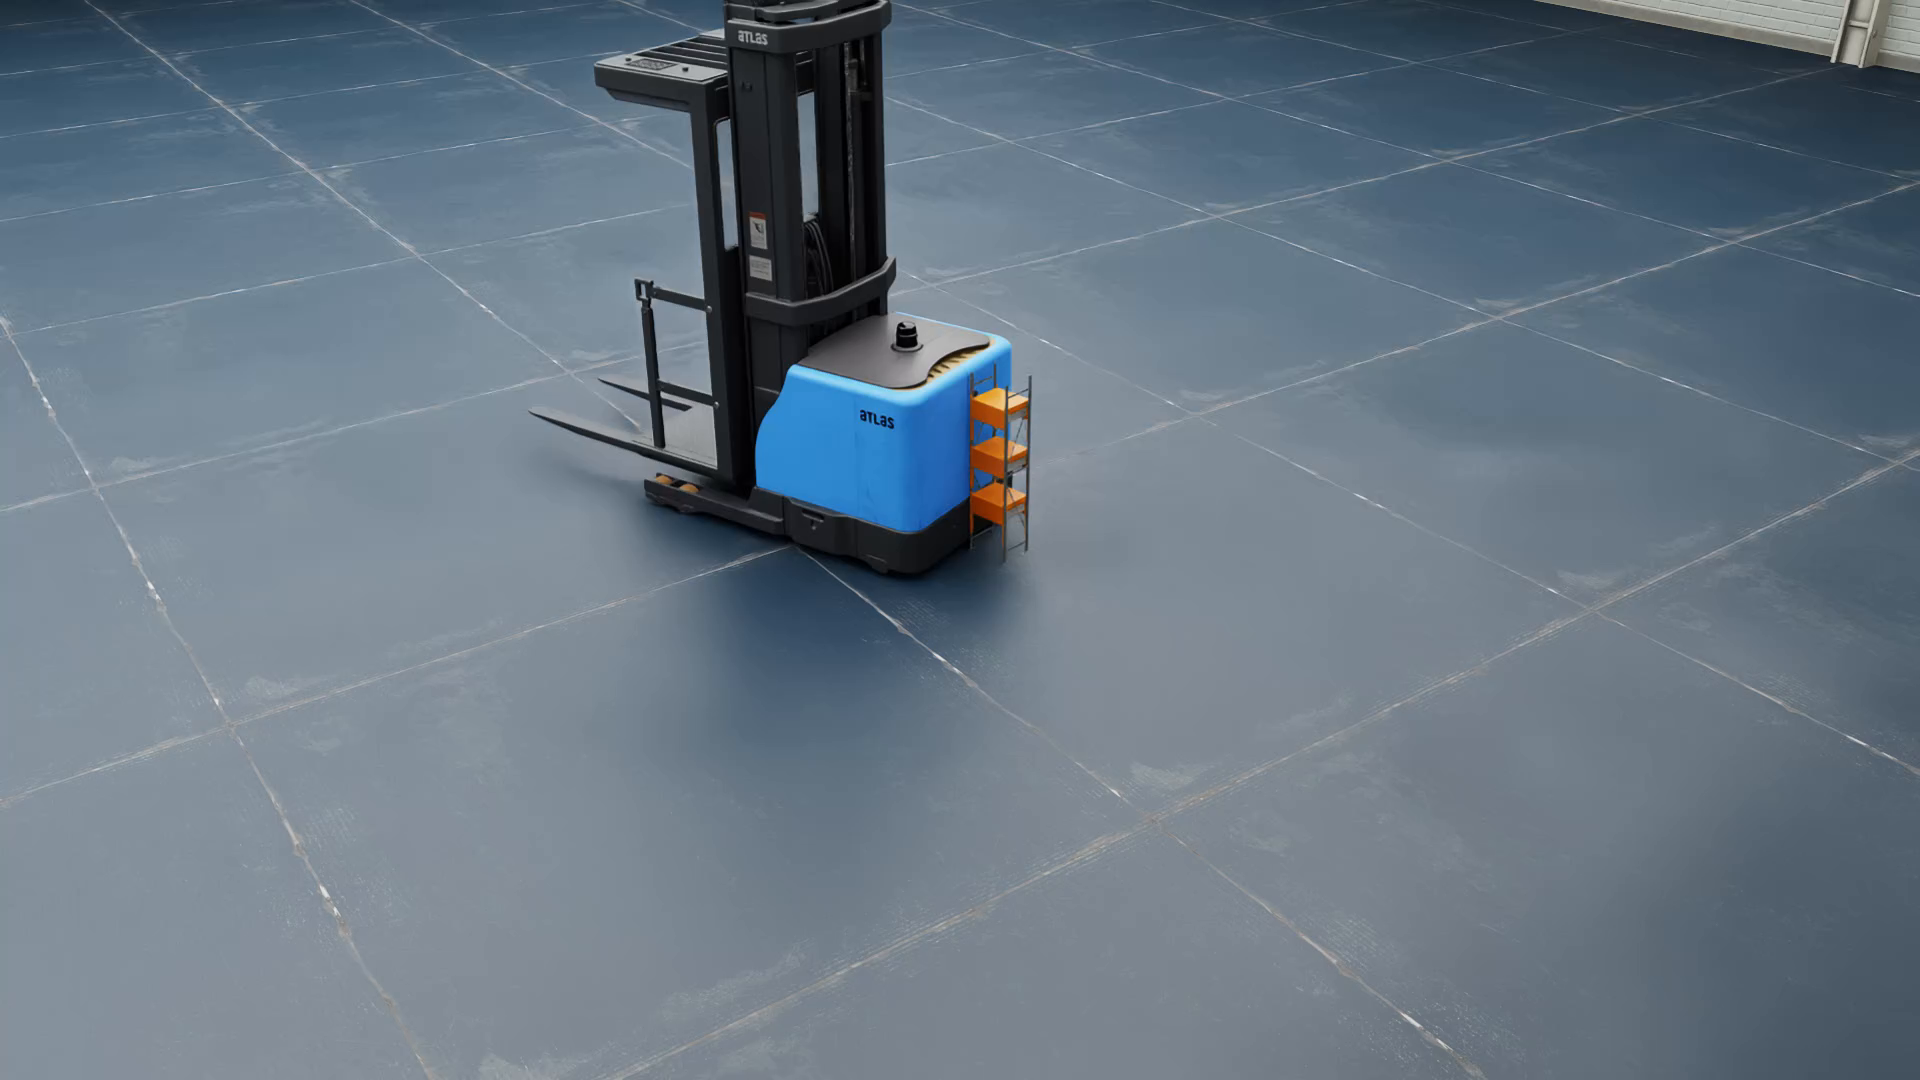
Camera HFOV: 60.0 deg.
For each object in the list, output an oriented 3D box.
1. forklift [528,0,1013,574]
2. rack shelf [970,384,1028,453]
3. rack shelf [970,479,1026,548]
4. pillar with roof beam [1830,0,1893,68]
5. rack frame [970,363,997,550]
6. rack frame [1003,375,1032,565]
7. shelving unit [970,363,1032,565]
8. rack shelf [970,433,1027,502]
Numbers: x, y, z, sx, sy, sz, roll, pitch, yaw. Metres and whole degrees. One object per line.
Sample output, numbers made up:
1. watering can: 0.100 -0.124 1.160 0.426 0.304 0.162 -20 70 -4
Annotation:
1. forklift: -1.217 -1.632 9.184 3.031 2.935 1.130 17 33 29
2. rack shelf: 0.213 -0.640 8.757 0.240 0.259 0.215 24 37 37
3. rack shelf: 0.213 -0.147 9.025 0.240 0.259 0.215 24 37 37
4. pillar with roof beam: 7.019 -8.381 15.252 9.100 9.000 0.400 -19 34 -31
5. rack frame: 0.124 -0.440 8.960 0.008 1.050 0.200 24 37 37
6. rack frame: 0.302 -0.361 8.814 0.008 1.050 0.200 24 37 37
7. shelving unit: 0.213 -0.400 8.887 0.252 1.050 0.215 24 37 37
8. rack shelf: 0.213 -0.391 8.892 0.240 0.259 0.215 24 37 37
